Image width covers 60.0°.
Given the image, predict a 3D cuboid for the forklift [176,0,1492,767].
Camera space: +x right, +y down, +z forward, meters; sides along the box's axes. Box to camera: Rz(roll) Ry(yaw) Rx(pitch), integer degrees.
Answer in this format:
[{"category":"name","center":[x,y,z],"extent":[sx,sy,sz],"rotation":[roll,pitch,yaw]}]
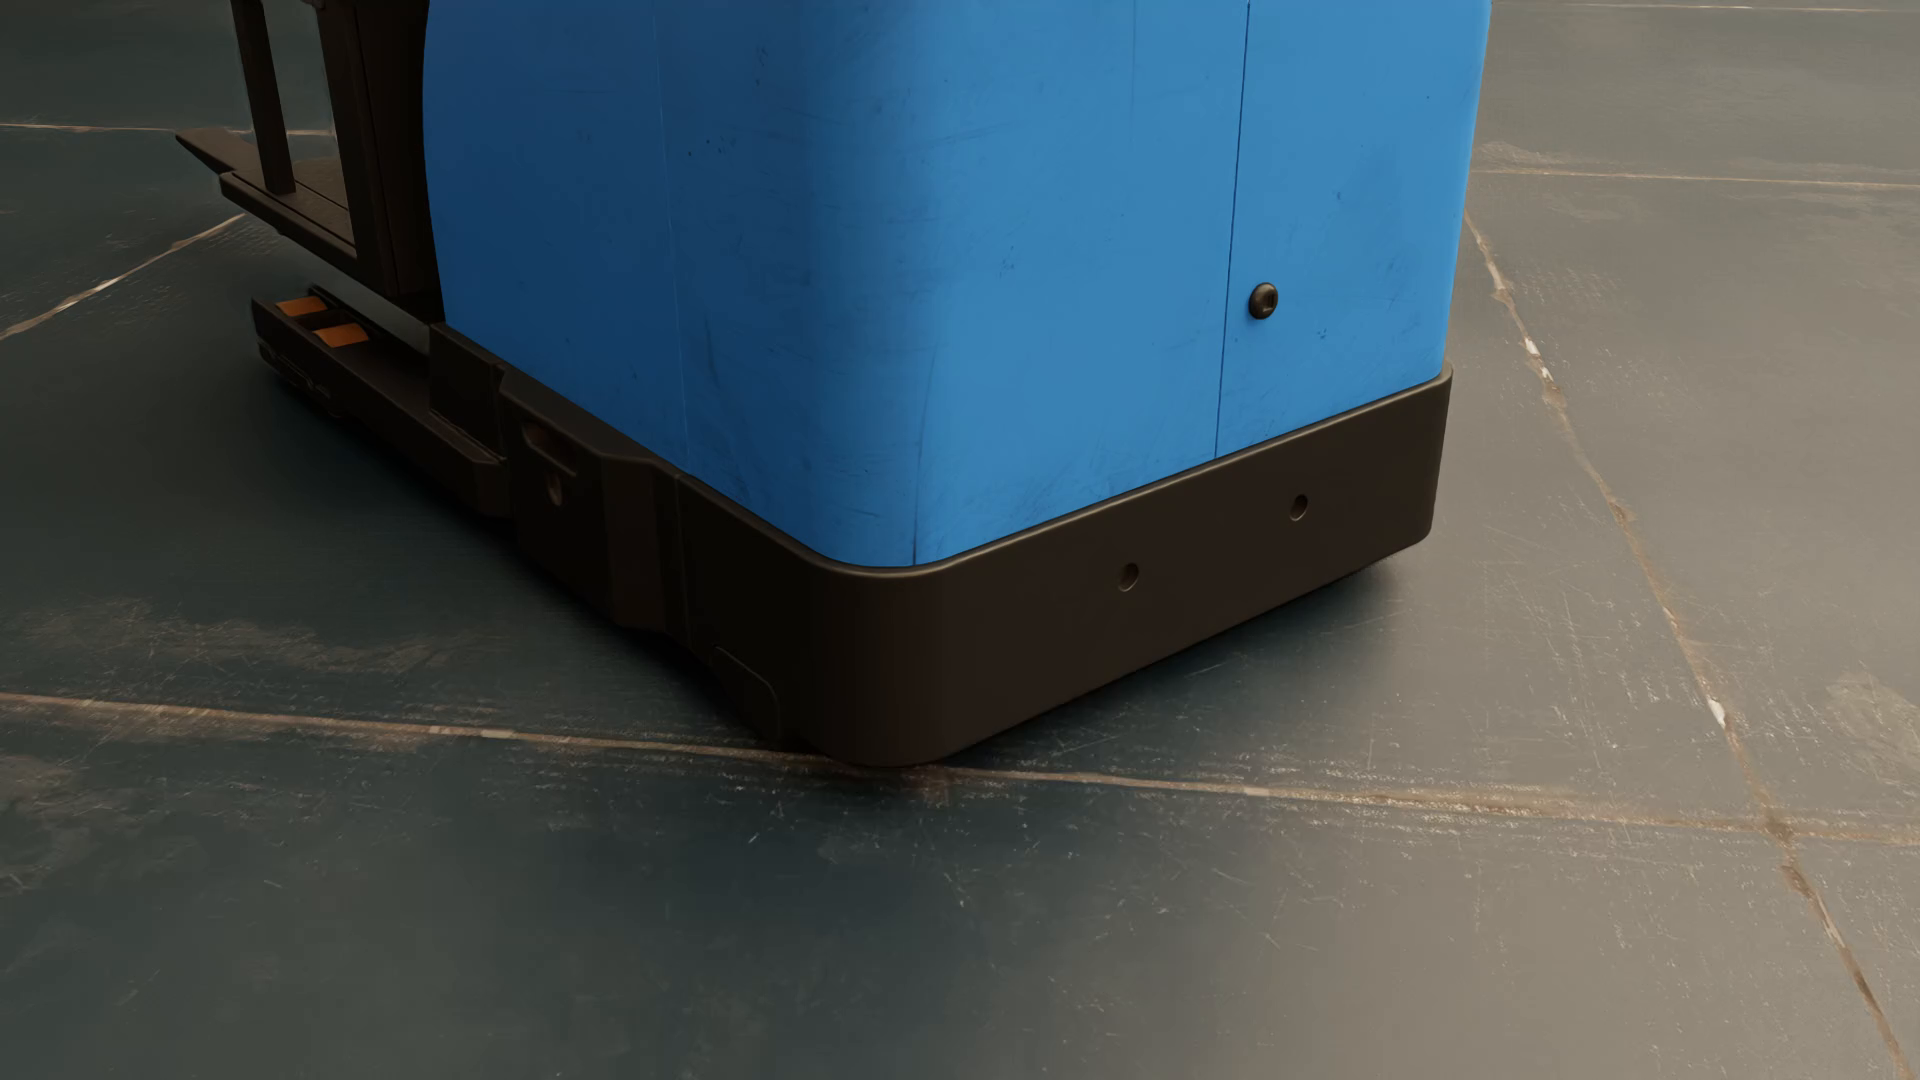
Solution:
[{"category":"forklift","center":[-0.641,-1.649,2.522],"extent":[1.130,2.935,3.031],"rotation":[-20,33,-34]}]
